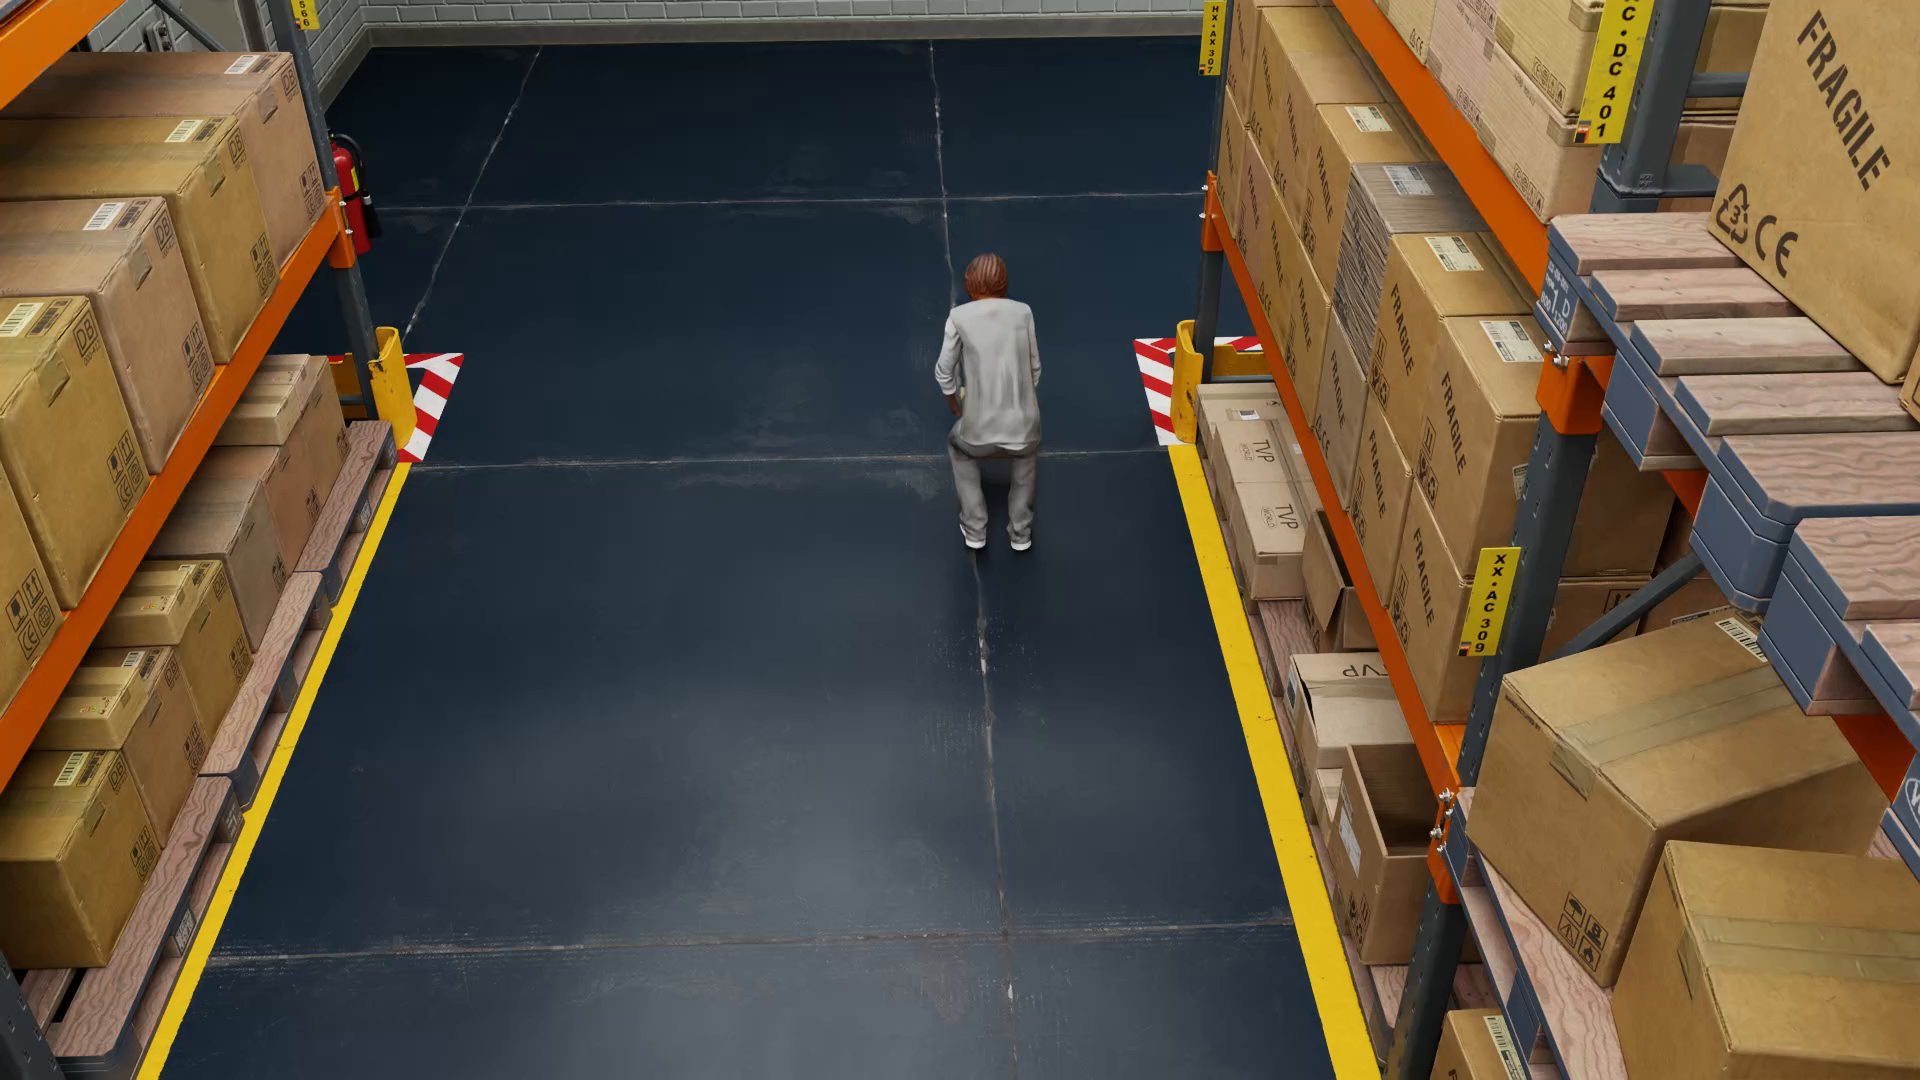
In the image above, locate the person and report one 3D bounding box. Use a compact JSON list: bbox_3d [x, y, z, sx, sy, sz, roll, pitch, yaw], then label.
[{"bbox_3d":[0.127,-0.550,7.204,0.463,1.272,0.671,-1,36,-2],"label":"person"}]
